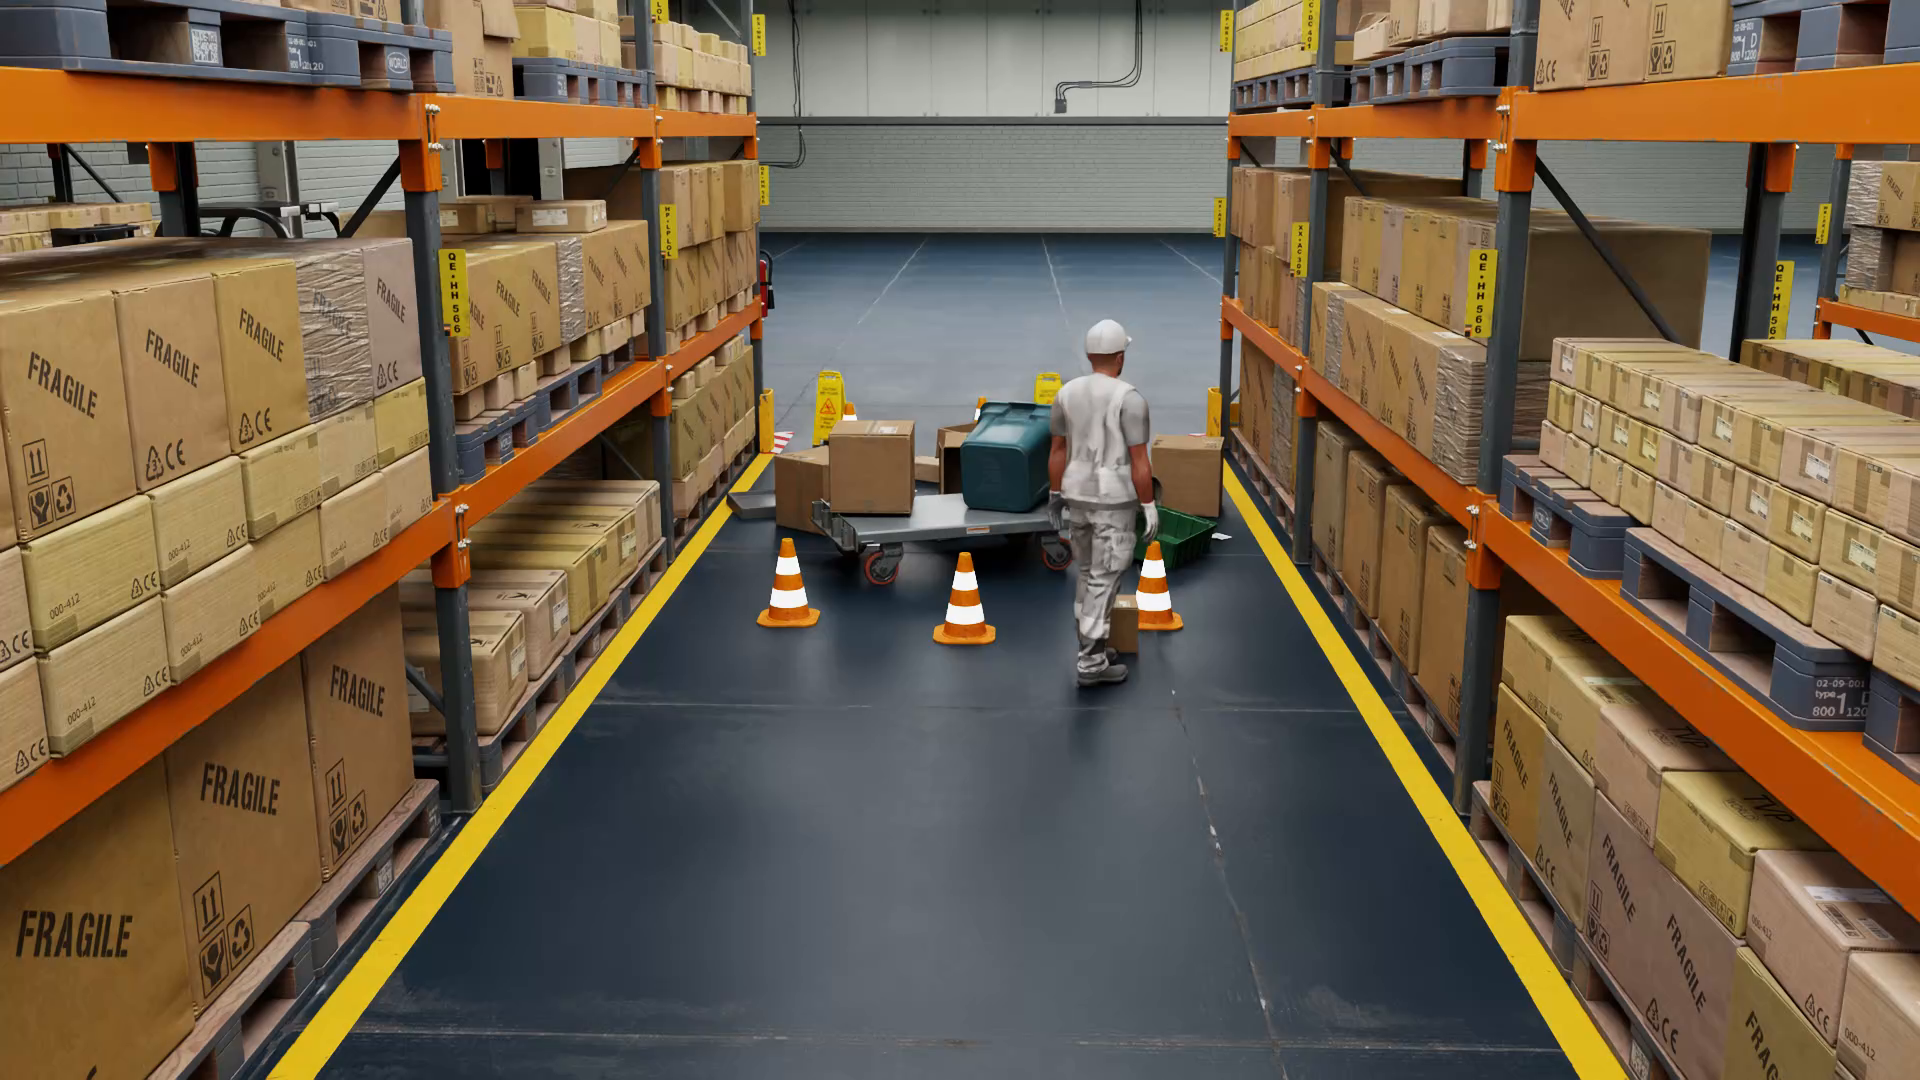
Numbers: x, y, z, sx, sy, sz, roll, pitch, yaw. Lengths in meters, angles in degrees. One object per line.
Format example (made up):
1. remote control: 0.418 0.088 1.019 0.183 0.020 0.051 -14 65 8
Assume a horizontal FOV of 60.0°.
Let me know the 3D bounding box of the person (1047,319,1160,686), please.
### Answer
1. person: 0.766 -0.190 8.179 0.588 1.796 0.550 12 18 41
